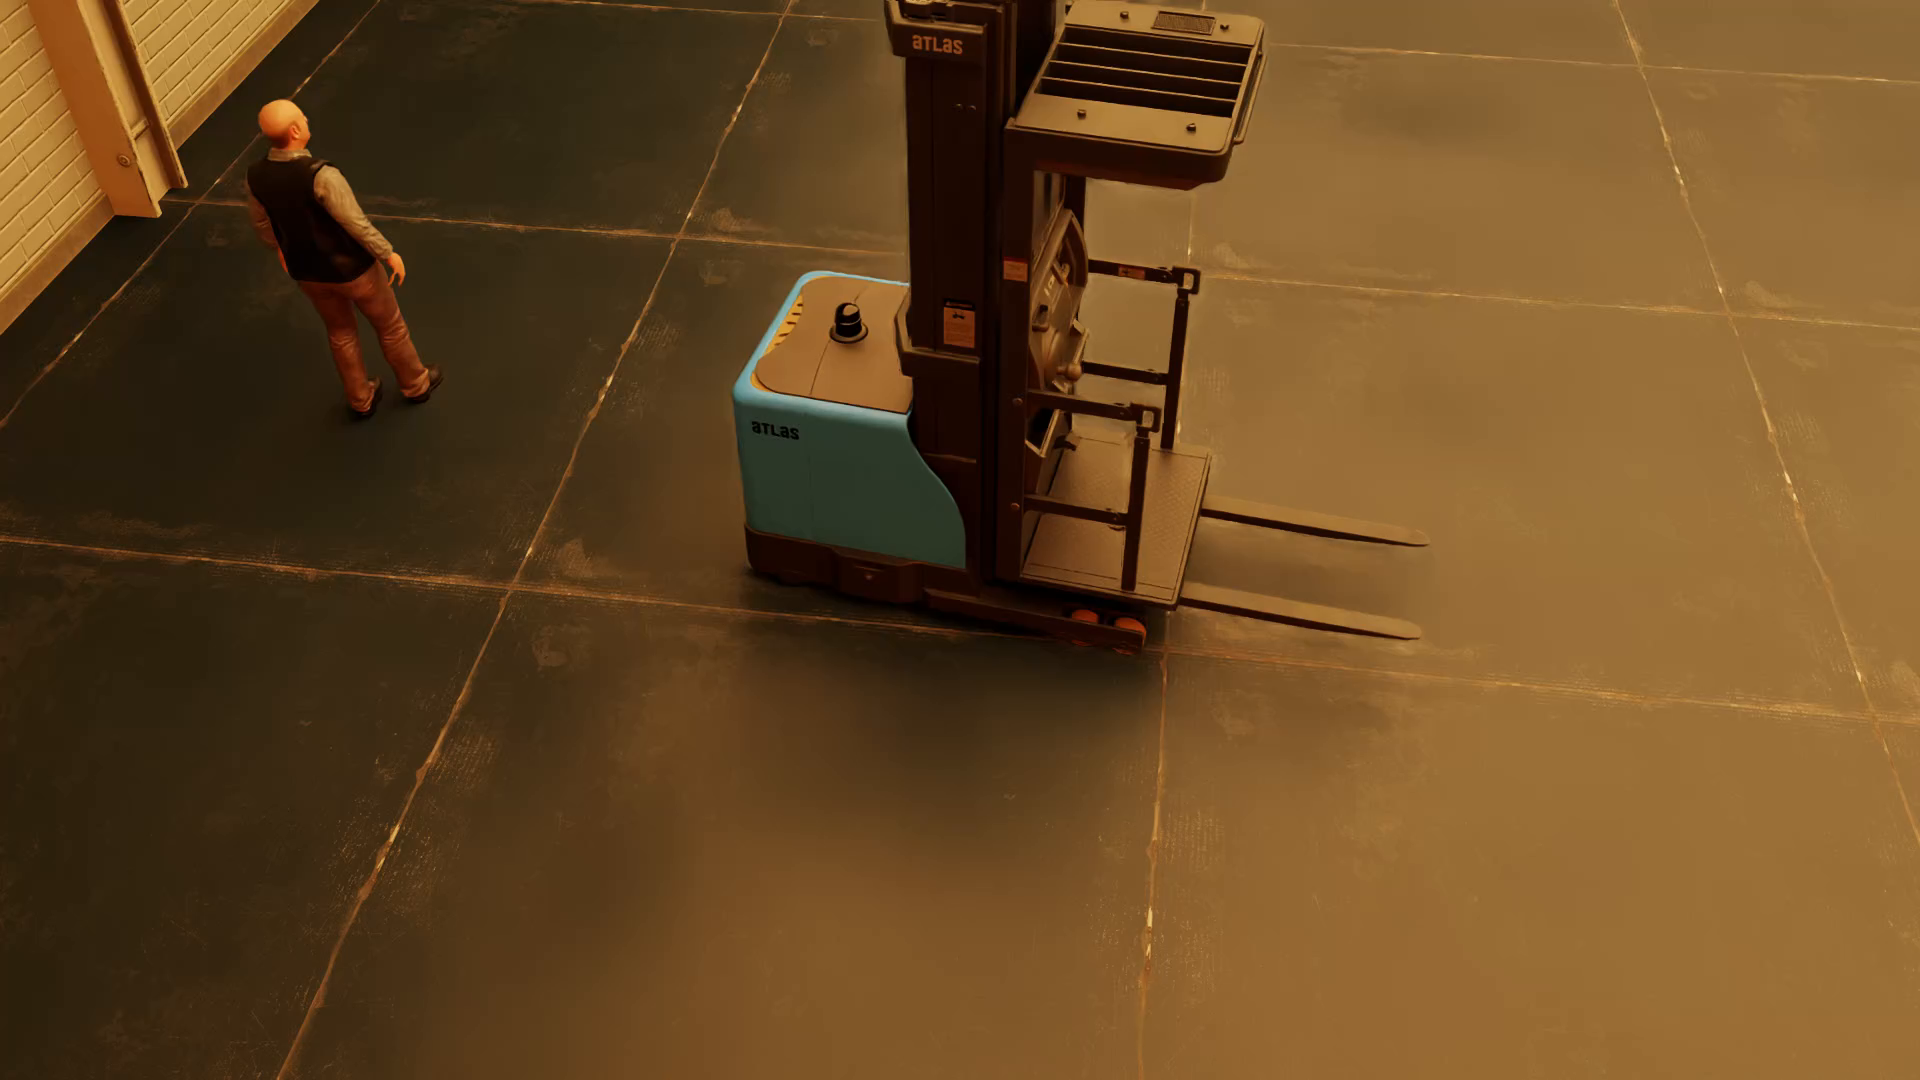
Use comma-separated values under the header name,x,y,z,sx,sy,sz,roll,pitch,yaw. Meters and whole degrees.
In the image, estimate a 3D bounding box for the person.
name,x,y,z,sx,sy,sz,roll,pitch,yaw
person,-3.018,-1.380,8.121,0.688,1.721,0.544,7,43,7

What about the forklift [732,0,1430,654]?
name,x,y,z,sx,sy,sz,roll,pitch,yaw
forklift,0.592,-0.977,6.787,3.031,2.935,1.130,10,44,11
